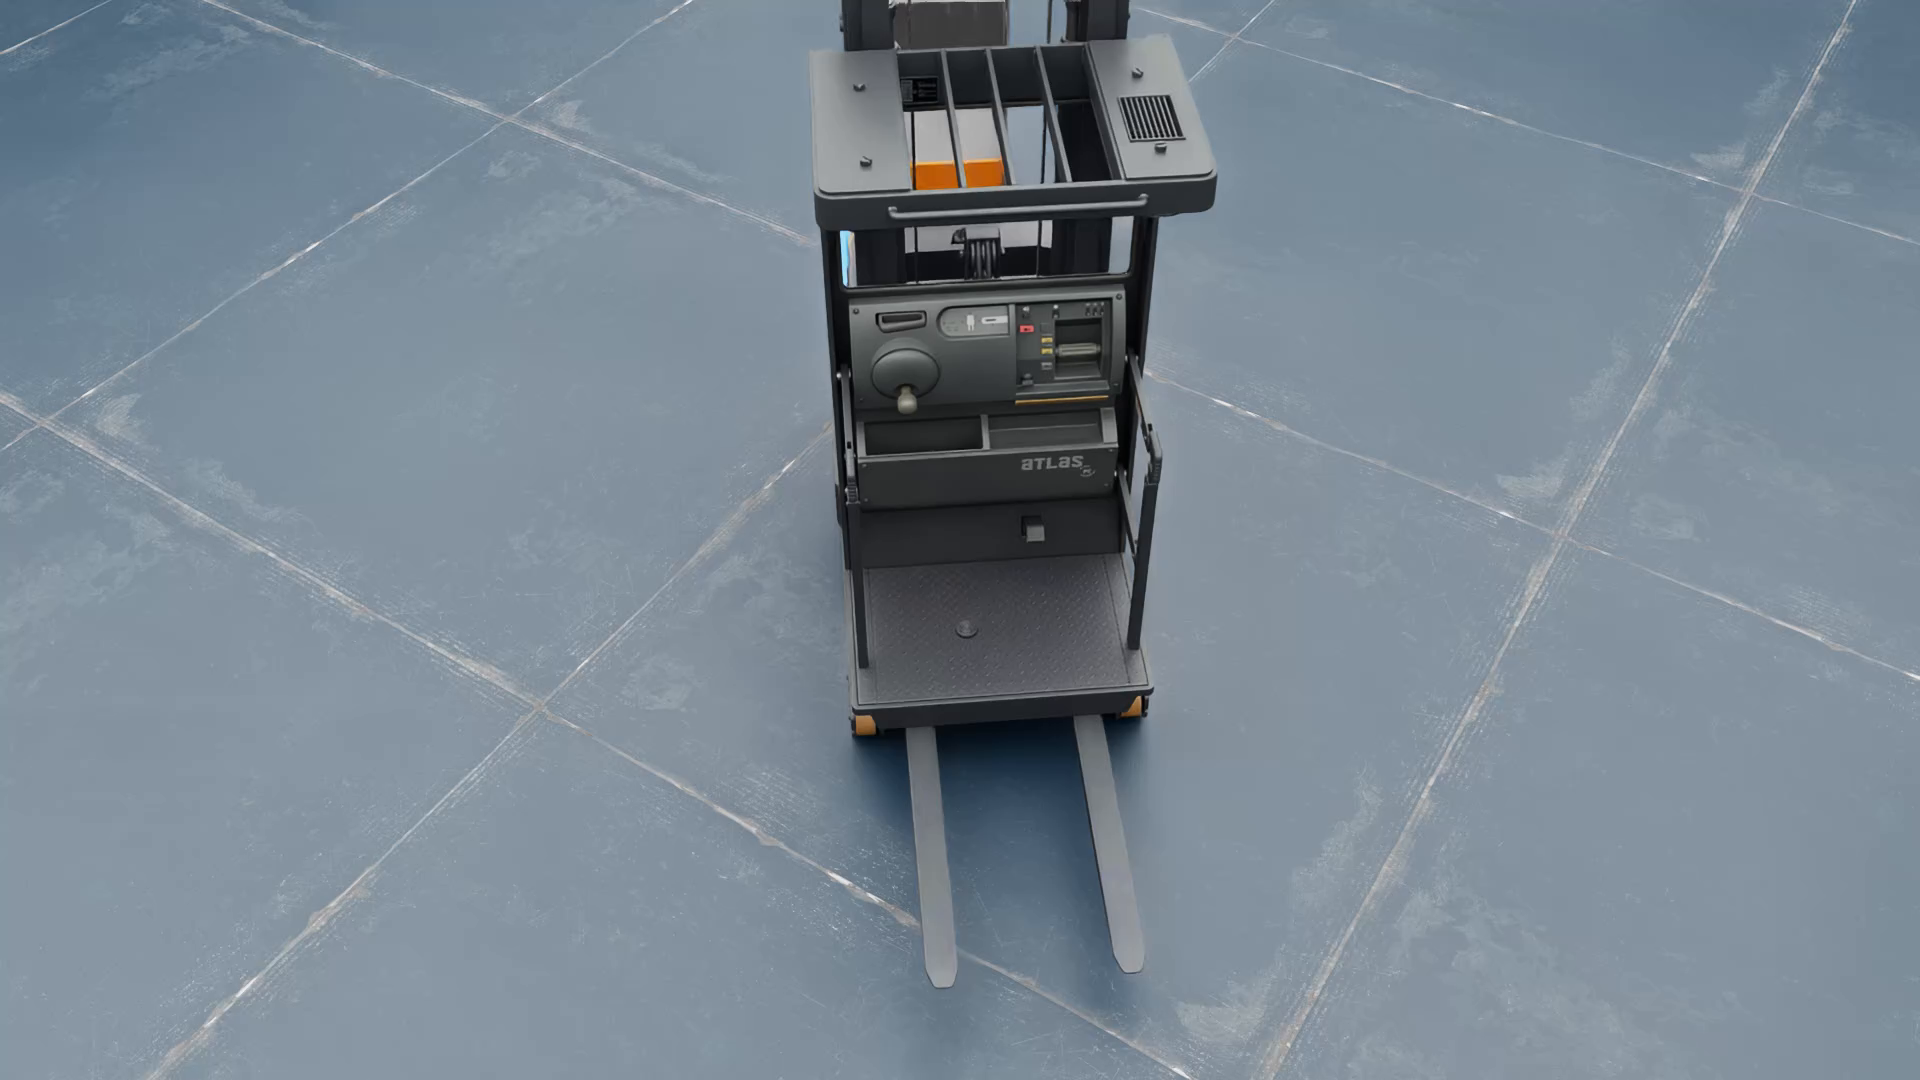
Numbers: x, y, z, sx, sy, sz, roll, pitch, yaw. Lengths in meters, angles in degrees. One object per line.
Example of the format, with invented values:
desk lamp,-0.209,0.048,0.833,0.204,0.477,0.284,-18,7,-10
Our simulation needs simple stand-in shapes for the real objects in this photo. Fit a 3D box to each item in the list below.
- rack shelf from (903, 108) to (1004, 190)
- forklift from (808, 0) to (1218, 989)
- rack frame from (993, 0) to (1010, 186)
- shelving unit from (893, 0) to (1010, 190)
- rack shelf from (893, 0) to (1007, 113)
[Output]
rack shelf,-0.080,-1.506,6.989,0.480,0.518,0.431,-4,46,-4
forklift,0.117,-0.545,5.458,1.130,2.935,3.031,-4,46,-4
rack frame,0.163,-1.531,6.995,0.015,2.100,0.400,-4,46,-4
shelving unit,-0.080,-1.516,6.979,0.503,2.100,0.431,-4,46,-4
rack shelf,-0.080,-1.995,6.489,0.480,0.518,0.431,-4,46,-4
